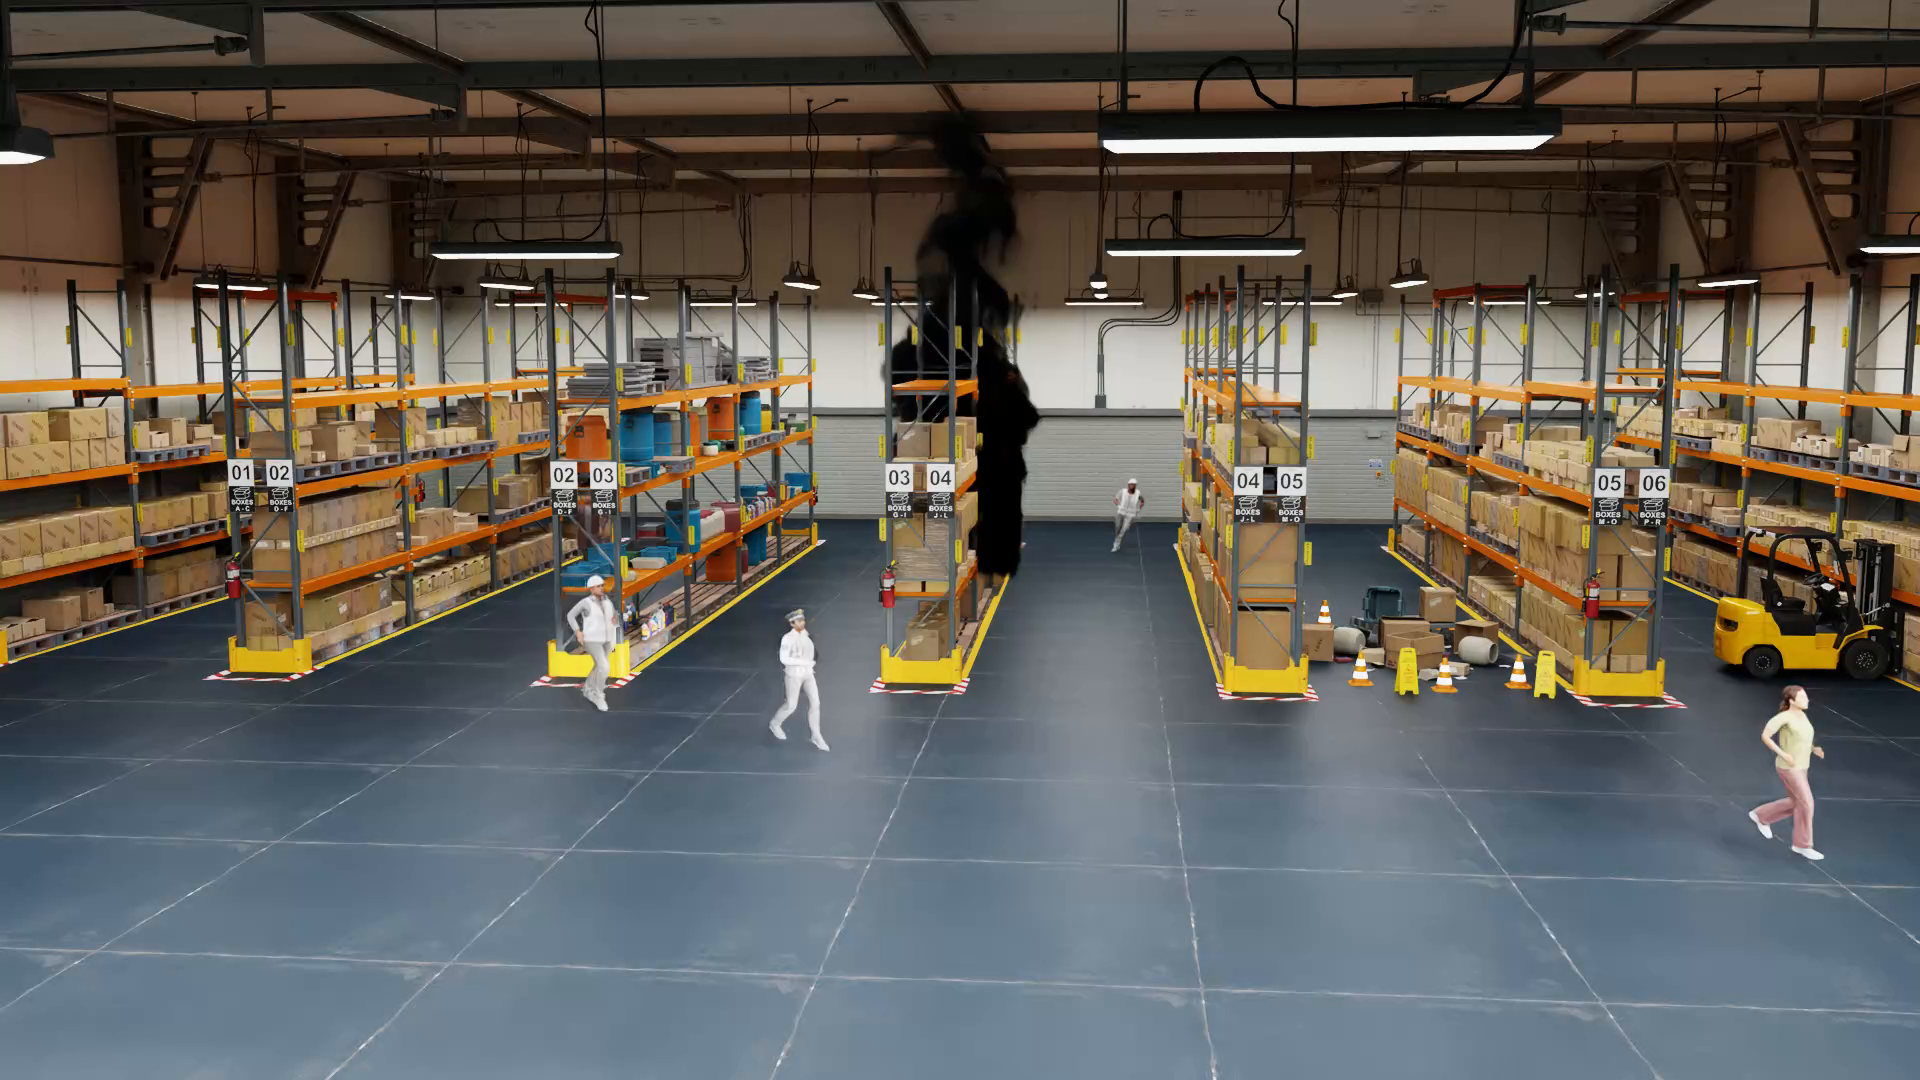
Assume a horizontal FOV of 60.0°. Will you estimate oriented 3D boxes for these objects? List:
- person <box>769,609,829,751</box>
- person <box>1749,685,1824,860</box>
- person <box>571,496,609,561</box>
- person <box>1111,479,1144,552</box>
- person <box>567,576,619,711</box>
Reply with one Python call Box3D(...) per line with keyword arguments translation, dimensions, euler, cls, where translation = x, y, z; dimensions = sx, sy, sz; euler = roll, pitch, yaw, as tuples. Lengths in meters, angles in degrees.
Box3D(translation=(-1.989, 1.692, 20.418), dimensions=(0.892, 1.721, 0.622), euler=(6, 9, 39), cls="person")
Box3D(translation=(8.061, 2.223, 16.191), dimensions=(0.587, 1.663, 0.769), euler=(-5, 9, -38), cls="person")
Box3D(translation=(-7.150, -0.031, 32.071), dimensions=(0.694, 1.821, 0.671), euler=(0, 7, -4), cls="person")
Box3D(translation=(3.944, -0.599, 39.093), dimensions=(0.735, 1.710, 0.977), euler=(1, 7, 11), cls="person")
Box3D(translation=(-4.914, 1.396, 22.559), dimensions=(0.752, 1.829, 0.624), euler=(5, 8, 34), cls="person")
